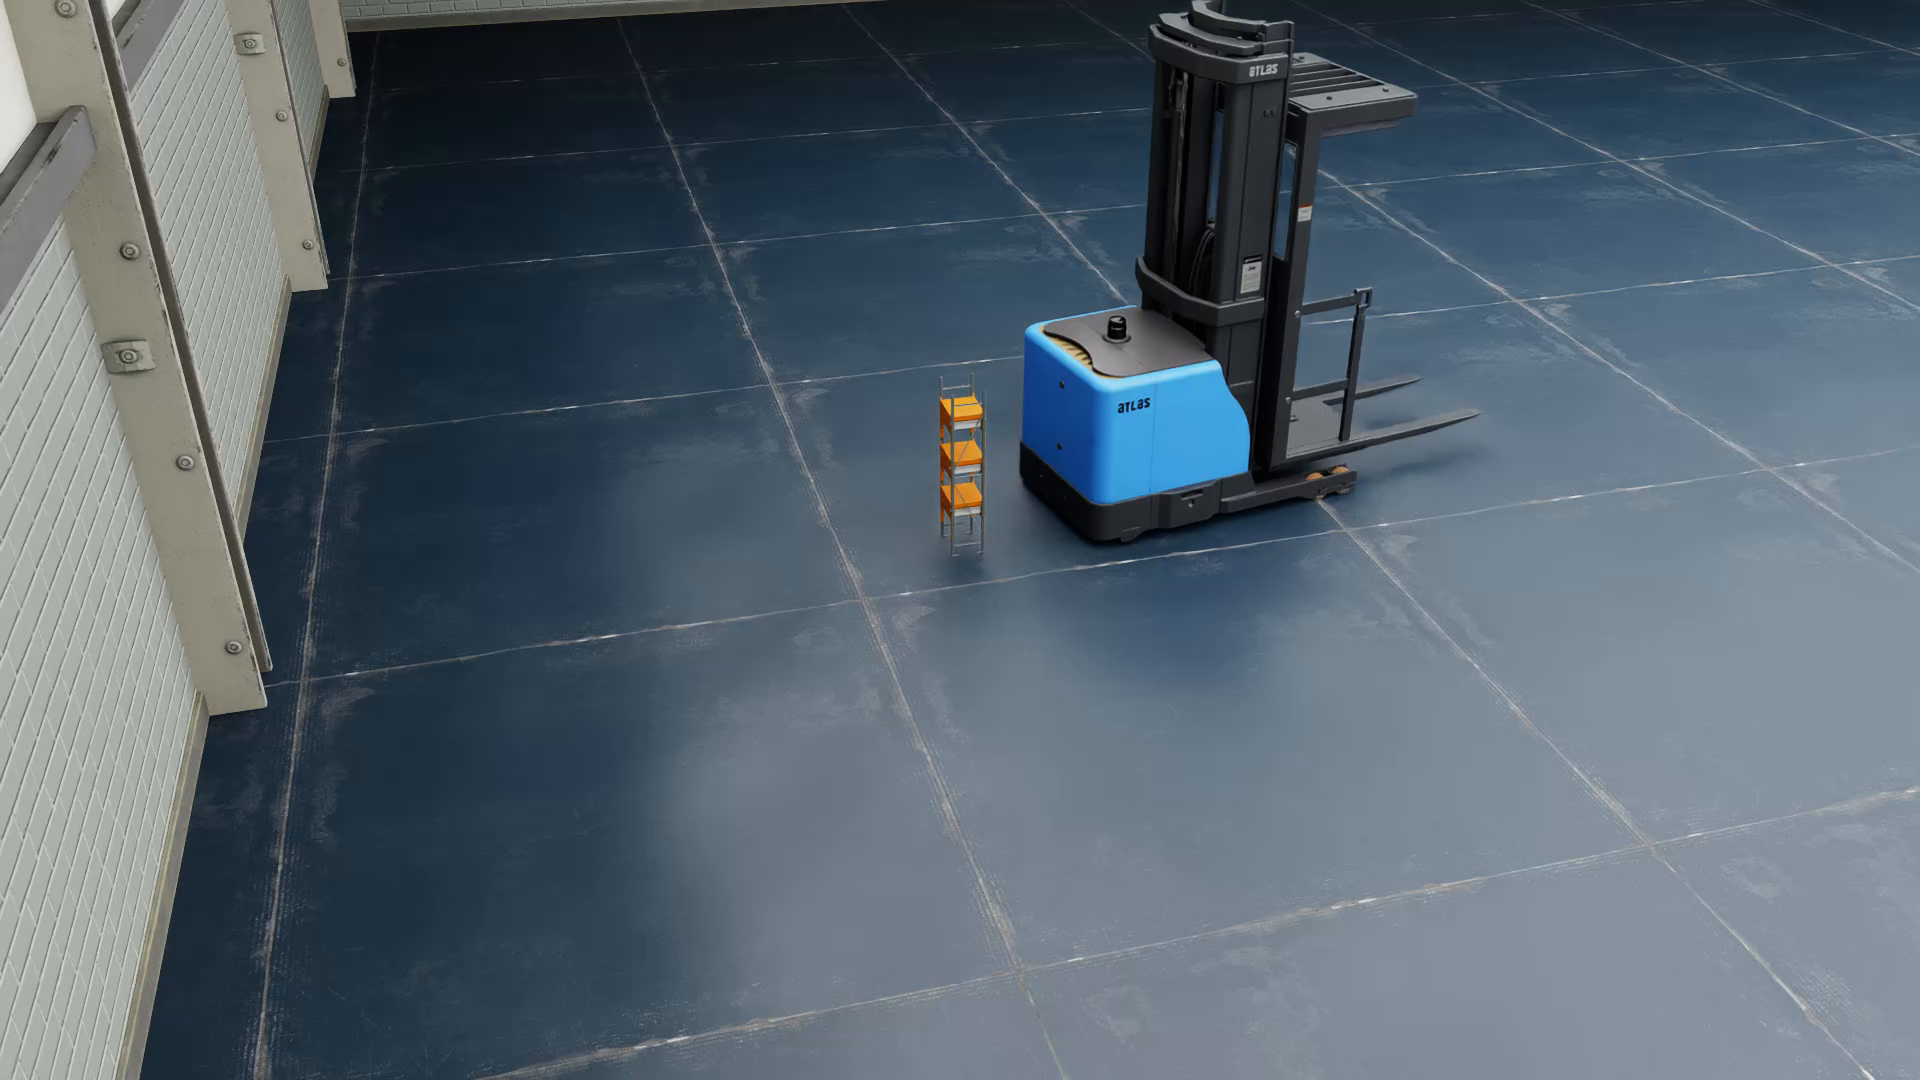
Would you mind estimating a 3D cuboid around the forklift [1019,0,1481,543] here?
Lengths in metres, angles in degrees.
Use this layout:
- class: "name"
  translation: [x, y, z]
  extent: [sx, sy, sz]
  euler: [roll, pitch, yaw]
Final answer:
- class: "forklift"
  translation: [1.935, -1.744, 10.069]
  extent: [3.031, 2.935, 1.130]
  euler: [-13, 33, -22]

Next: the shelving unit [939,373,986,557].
- class: "shelving unit"
  translation: [0.014, -0.429, 9.673]
  extent: [0.215, 1.050, 0.252]
  euler: [-8, 31, -13]

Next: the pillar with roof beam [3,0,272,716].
- class: "pillar with roof beam"
  translation: [0.402, -3.687, 7.368]
  extent: [9.100, 9.000, 0.400]
  euler: [-8, 31, -13]

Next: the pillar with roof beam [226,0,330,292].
- class: "pillar with roof beam"
  translation: [-1.191, -6.585, 12.375]
  extent: [9.100, 9.000, 0.400]
  euler: [-8, 31, -13]

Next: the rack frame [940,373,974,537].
- class: "rack frame"
  translation: [-0.018, -0.487, 9.775]
  extent: [0.200, 1.050, 0.008]
  euler: [-8, 31, -13]

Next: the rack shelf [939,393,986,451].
- class: "rack shelf"
  translation: [0.014, -0.665, 9.537]
  extent: [0.215, 0.259, 0.240]
  euler: [-8, 31, -13]

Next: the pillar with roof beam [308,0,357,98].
- class: "pillar with roof beam"
  translation: [-2.783, -9.483, 17.381]
  extent: [9.100, 9.000, 0.400]
  euler: [-8, 31, -13]

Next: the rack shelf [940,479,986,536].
- class: "rack shelf"
  translation: [0.014, -0.179, 9.818]
  extent: [0.215, 0.259, 0.240]
  euler: [-8, 31, -13]

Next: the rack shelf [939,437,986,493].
- class: "rack shelf"
  translation: [0.014, -0.419, 9.679]
  extent: [0.215, 0.259, 0.240]
  euler: [-8, 31, -13]

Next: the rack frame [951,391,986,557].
- class: "rack frame"
  translation: [0.047, -0.370, 9.572]
  extent: [0.200, 1.050, 0.008]
  euler: [-8, 31, -13]
